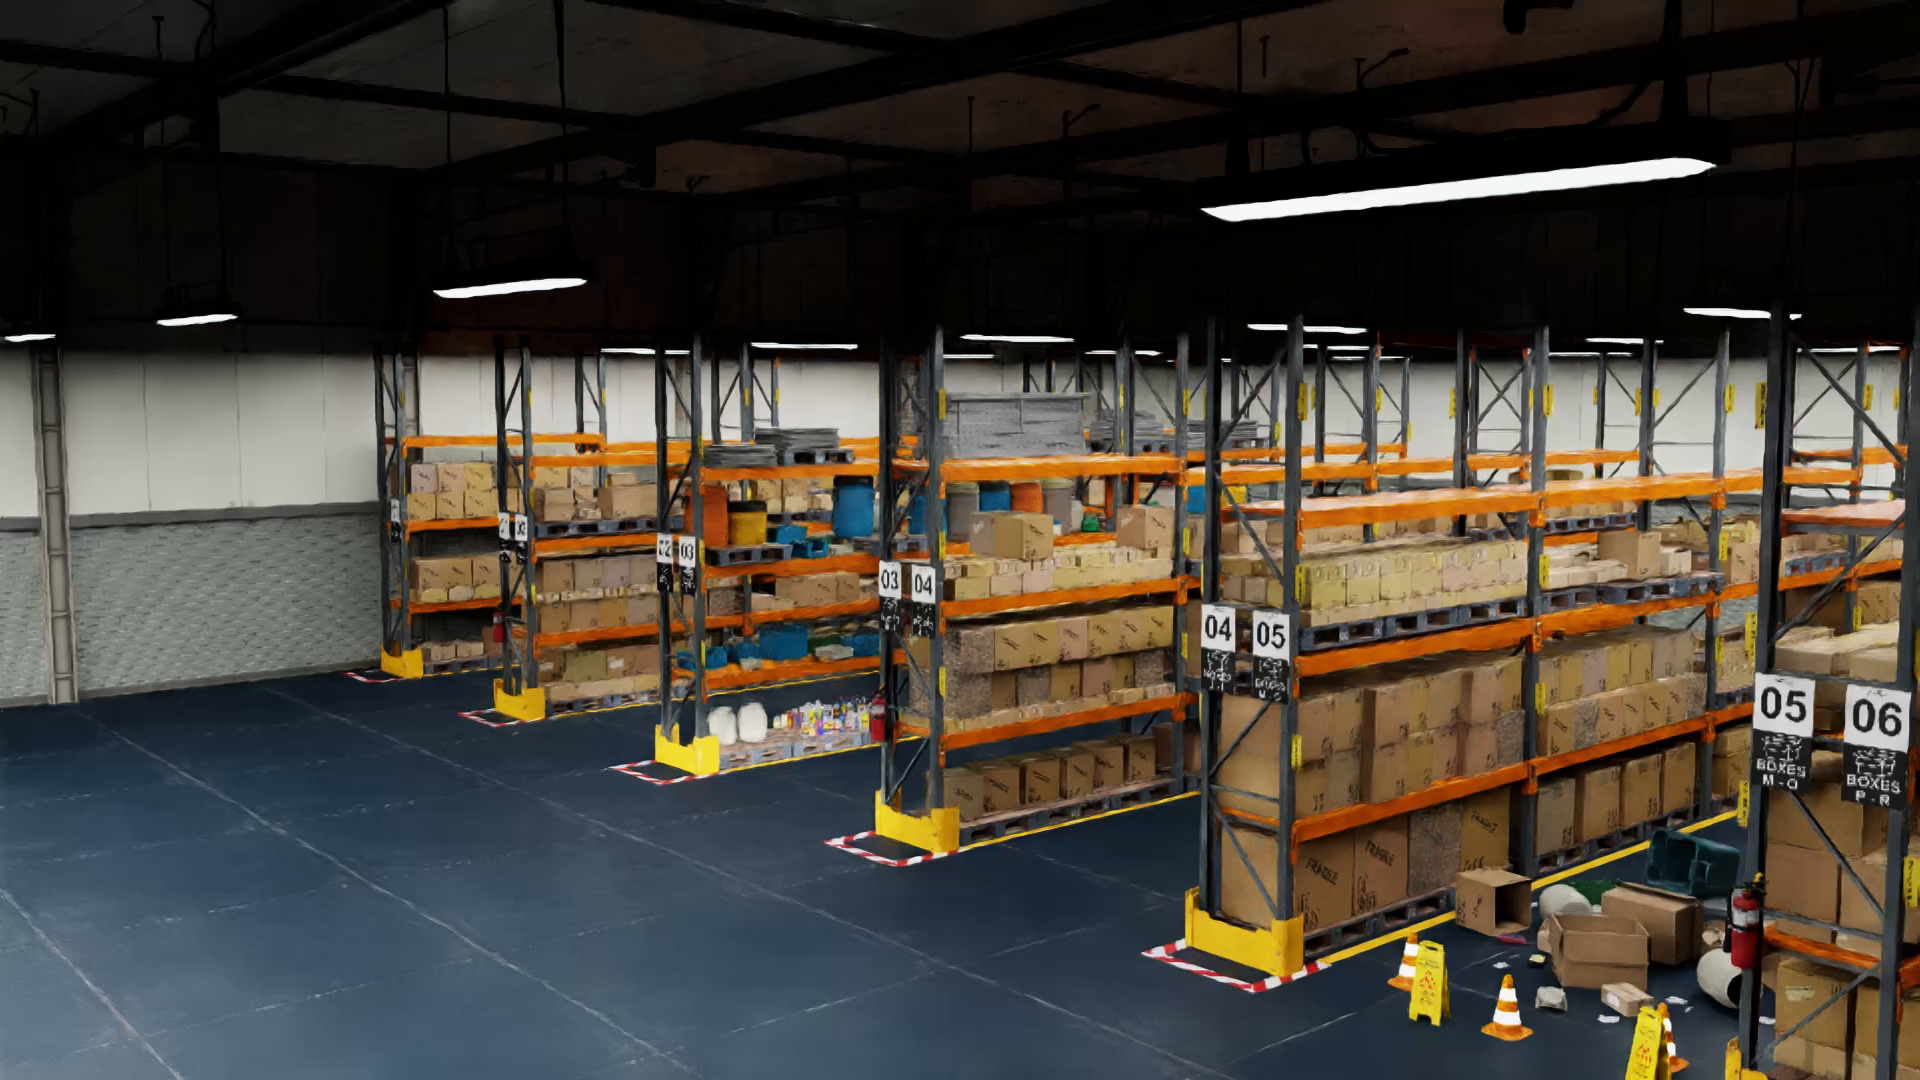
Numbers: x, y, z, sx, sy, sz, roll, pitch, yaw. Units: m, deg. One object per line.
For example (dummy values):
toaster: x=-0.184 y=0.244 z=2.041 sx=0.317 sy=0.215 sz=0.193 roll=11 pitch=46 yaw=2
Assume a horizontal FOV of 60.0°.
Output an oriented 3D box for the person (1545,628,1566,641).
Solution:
person: x=8.943 y=2.052 z=24.794 sx=0.548 sy=1.735 sz=0.702 roll=-5 pitch=7 yaw=-42

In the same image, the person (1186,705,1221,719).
person: x=3.545 y=2.116 z=24.700 sx=1.081 sy=1.574 sz=0.445 roll=-5 pitch=7 yaw=-43
